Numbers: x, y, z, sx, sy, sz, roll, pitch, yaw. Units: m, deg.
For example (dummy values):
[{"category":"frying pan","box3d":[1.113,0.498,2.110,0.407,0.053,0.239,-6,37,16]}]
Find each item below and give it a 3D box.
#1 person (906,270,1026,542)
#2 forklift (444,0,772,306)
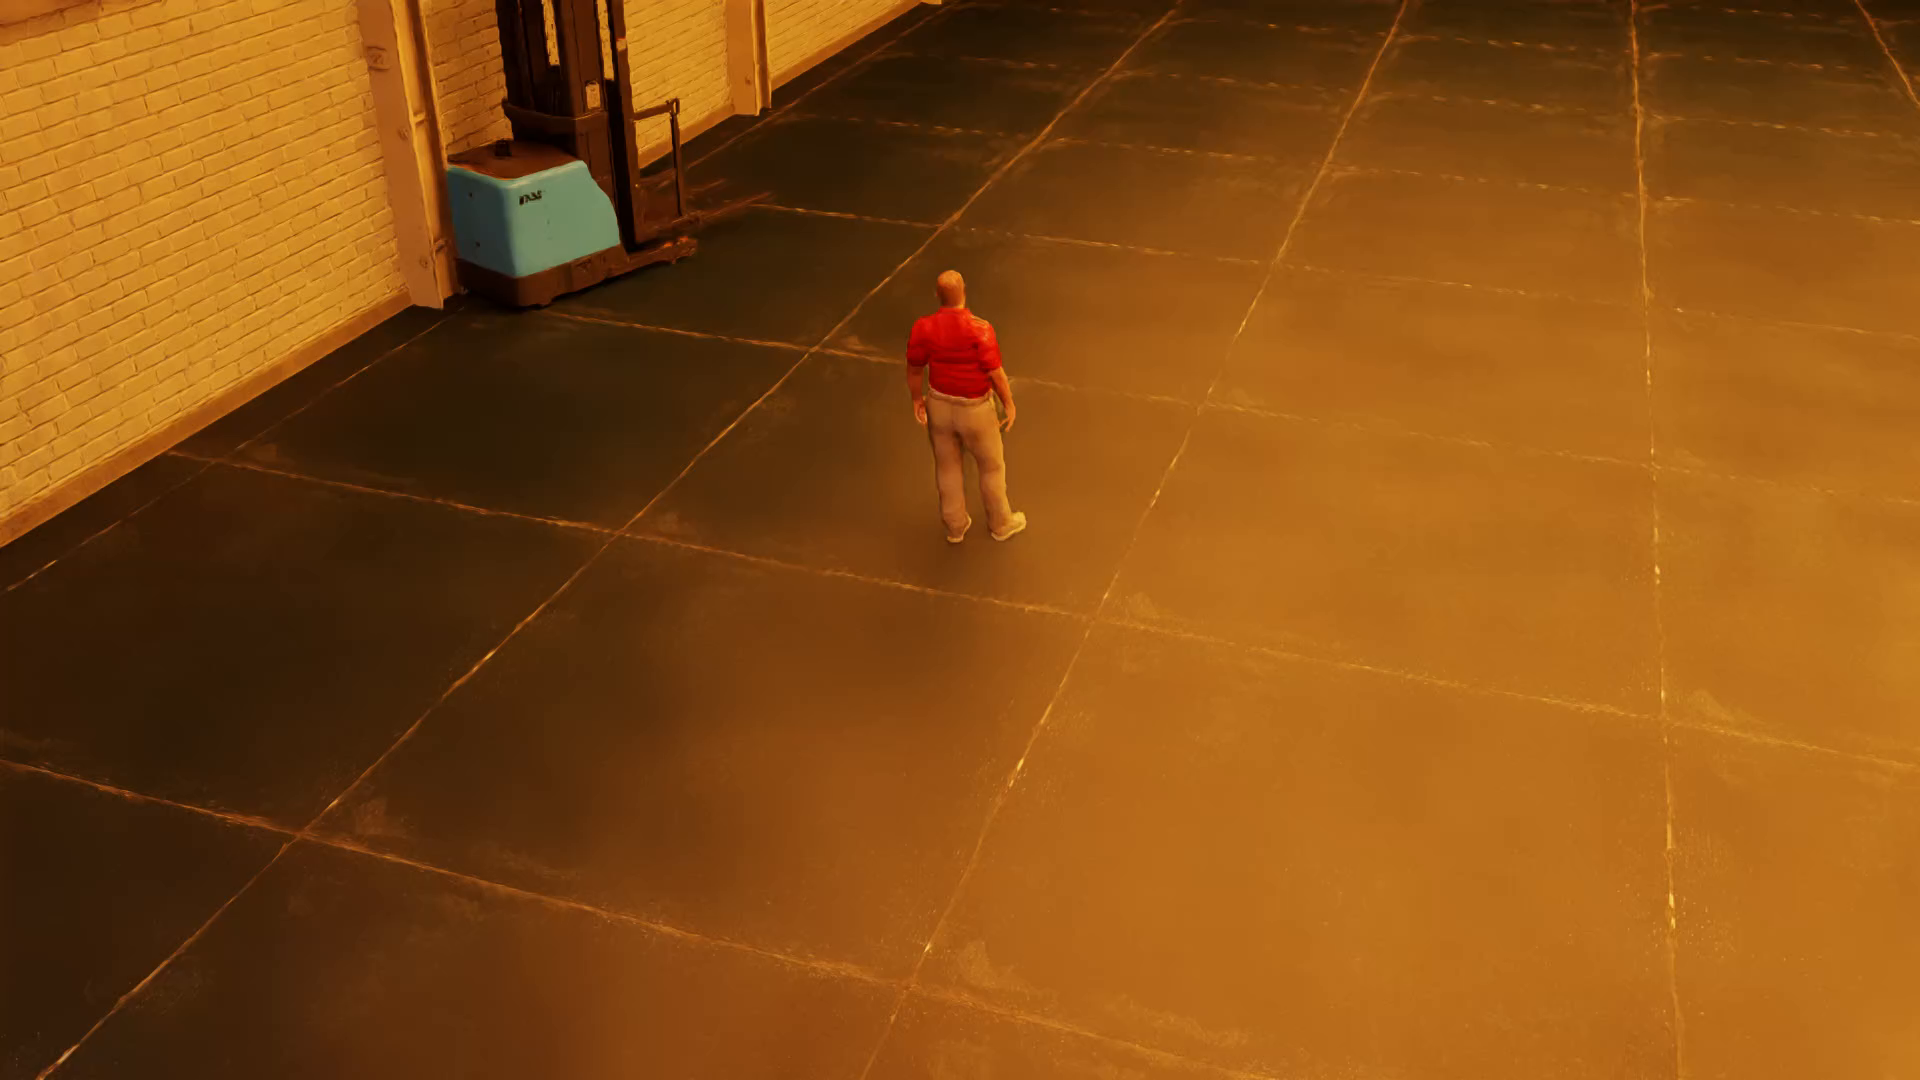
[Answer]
[{"category":"person","box3d":[0.040,-0.797,9.735,0.640,1.727,0.550,10,31,16]},{"category":"forklift","box3d":[-2.927,-3.791,13.786,1.130,2.935,3.031,22,36,33]}]
